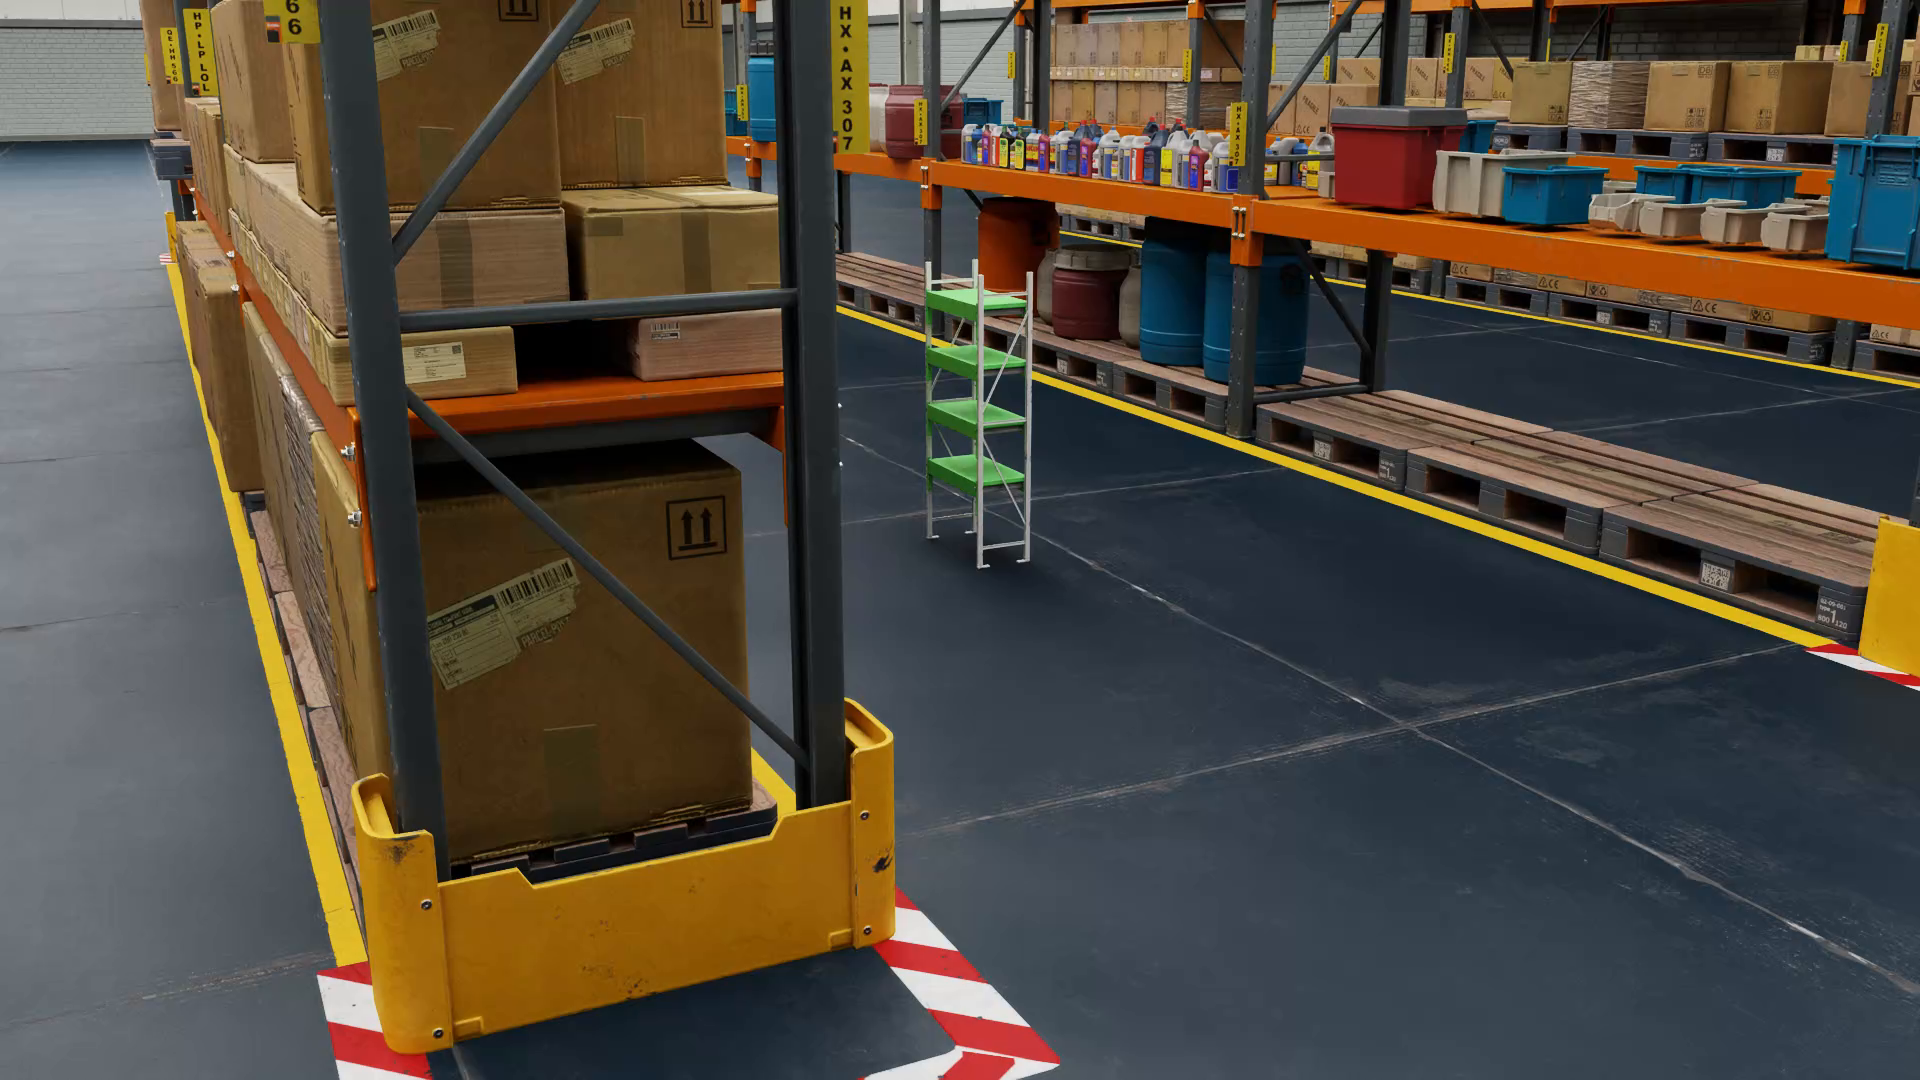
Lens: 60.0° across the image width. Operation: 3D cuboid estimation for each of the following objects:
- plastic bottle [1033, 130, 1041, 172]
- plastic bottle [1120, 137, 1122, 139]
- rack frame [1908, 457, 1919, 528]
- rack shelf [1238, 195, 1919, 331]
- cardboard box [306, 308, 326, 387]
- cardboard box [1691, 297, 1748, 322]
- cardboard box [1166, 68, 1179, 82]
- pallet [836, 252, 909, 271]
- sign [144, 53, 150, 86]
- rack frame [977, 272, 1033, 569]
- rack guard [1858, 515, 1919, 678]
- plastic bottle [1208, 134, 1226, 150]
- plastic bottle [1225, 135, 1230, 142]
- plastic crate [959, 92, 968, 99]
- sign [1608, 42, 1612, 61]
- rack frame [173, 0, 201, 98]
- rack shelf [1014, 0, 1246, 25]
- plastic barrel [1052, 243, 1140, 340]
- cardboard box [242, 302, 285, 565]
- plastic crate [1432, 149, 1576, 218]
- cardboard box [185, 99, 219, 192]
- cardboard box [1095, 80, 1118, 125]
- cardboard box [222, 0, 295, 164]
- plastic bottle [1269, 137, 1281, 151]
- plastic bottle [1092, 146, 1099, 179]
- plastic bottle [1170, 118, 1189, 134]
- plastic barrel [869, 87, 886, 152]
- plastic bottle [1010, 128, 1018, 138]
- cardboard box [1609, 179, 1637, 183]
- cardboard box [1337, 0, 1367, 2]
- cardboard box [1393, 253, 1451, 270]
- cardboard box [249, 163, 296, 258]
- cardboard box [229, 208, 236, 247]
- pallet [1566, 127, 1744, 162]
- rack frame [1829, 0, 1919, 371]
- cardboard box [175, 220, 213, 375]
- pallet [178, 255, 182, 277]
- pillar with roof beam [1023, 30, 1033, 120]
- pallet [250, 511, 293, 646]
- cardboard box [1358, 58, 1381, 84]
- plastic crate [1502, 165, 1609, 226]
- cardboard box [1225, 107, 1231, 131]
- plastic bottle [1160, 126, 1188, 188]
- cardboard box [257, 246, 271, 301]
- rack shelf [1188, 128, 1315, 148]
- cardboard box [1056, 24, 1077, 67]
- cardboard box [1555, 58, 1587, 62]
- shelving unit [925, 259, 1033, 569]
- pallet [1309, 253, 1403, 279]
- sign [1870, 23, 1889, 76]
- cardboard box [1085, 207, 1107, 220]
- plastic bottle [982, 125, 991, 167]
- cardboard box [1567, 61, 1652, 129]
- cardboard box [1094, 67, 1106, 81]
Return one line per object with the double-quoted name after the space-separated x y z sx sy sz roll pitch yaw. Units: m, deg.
0.534 -2.587 11.062 0.097 0.271 0.097 0 16 0 "plastic bottle"
1.113 -2.704 11.594 0.097 0.201 0.097 0 16 0 "plastic bottle"
3.709 -1.073 5.552 1.000 3.000 0.127 -8 18 -25 "rack frame"
2.833 -1.223 7.379 1.077 0.370 4.000 -8 18 -25 "rack shelf"
-1.311 -0.467 3.894 0.380 0.149 0.250 -7 18 -24 "cardboard box"
5.728 -1.884 12.111 0.500 0.500 0.500 -8 18 -25 "cardboard box"
2.488 -5.109 18.259 0.380 0.149 0.250 -8 18 -26 "cardboard box"
-1.169 -2.518 15.643 1.003 0.211 1.213 -8 18 -25 "pallet"
-8.241 -4.792 16.943 0.100 0.325 0.005 -8 18 -25 "sign"
0.179 -0.475 6.731 0.240 1.200 0.015 -8 18 -25 "rack frame"
3.731 0.133 5.881 1.175 0.500 0.348 -8 18 -25 "rack guard"
1.554 -2.377 10.322 0.152 0.276 0.135 -8 18 -25 "plastic bottle"
1.690 -2.396 10.386 0.152 0.276 0.135 -8 18 -25 "plastic bottle"
-0.229 -3.525 13.981 0.402 0.464 0.583 -8 18 -25 "plastic crate"
7.855 -5.870 20.169 0.100 0.325 0.005 -8 18 -25 "sign"
-4.248 -2.458 10.379 1.000 3.000 0.127 -8 18 -25 "rack frame"
2.030 -6.238 19.417 1.077 0.370 4.000 -8 18 -25 "rack shelf"
0.928 -1.700 11.348 0.600 0.588 0.708 -8 18 -25 "plastic barrel"
-2.279 -0.474 6.554 0.875 0.875 0.875 -8 18 -25 "cardboard box"
2.460 -1.636 7.619 0.437 0.282 0.530 -8 18 -25 "plastic crate"
-4.052 -2.225 9.386 0.500 0.500 0.500 -8 18 -26 "cardboard box"
2.027 -5.185 19.700 0.700 0.500 0.500 -7 17 -23 "cardboard box"
-2.075 -1.497 5.401 0.500 0.500 0.500 -8 18 -27 "cardboard box"
1.910 -2.287 10.014 0.097 0.271 0.097 0 16 0 "plastic bottle"
0.876 -2.360 10.397 0.097 0.201 0.097 0 16 0 "plastic bottle"
1.437 -2.577 10.884 0.144 0.351 0.185 -8 18 -25 "plastic bottle"
-0.623 -3.444 13.612 0.421 0.512 0.421 0 16 0 "plastic barrel"
0.387 -2.709 11.486 0.097 0.271 0.097 0 16 0 "plastic bottle"
7.966 -3.953 19.322 0.700 0.500 0.500 -8 18 -26 "cardboard box"
5.527 -7.624 22.724 0.500 0.500 0.500 -7 17 -23 "cardboard box"
4.209 -2.636 15.220 0.500 0.250 0.500 -7 18 -24 "cardboard box"
-1.871 -1.014 5.079 0.500 0.250 0.500 -8 18 -25 "cardboard box"
-2.665 -1.232 6.561 0.380 0.149 0.250 -8 18 -25 "cardboard box"
5.514 -3.080 12.895 1.003 0.211 1.213 -8 18 -25 "pallet"
6.411 -2.663 11.091 1.000 3.000 0.127 -8 18 -25 "rack frame"
-3.965 -1.465 10.009 1.225 0.875 0.875 -9 18 -27 "cardboard box"
-6.865 -2.575 15.841 1.003 0.211 1.213 -8 18 -25 "pallet"
-2.438 -11.507 31.036 9.100 9.000 0.400 -8 18 -25 "pillar with roof beam"
-2.233 0.072 6.617 1.003 0.211 1.213 -8 18 -25 "pallet"
5.752 -6.257 22.493 0.500 0.500 0.500 -8 18 -25 "cardboard box"
2.579 -1.500 7.233 0.416 0.233 0.300 -8 18 -25 "plastic crate"
3.161 -4.457 17.617 0.500 0.250 0.500 -6 17 -21 "cardboard box"
1.260 -2.230 9.671 0.144 0.351 0.185 -8 18 -25 "plastic bottle"
-1.981 -0.846 5.215 0.380 0.149 0.250 -8 18 -26 "cardboard box"
3.782 -3.804 16.374 1.077 0.370 4.000 -8 18 -25 "rack shelf"
1.605 -6.049 20.360 0.700 0.500 0.500 -8 18 -26 "cardboard box"
7.339 -5.685 20.501 0.500 0.500 0.500 -8 18 -26 "cardboard box"
0.073 -0.536 6.942 0.258 1.200 0.503 -8 18 -25 "shelving unit"
3.802 -2.825 16.712 1.003 0.211 1.213 -8 18 -25 "pallet"
5.913 -3.151 10.694 0.100 0.325 0.005 -8 18 -25 "sign"
1.844 -3.986 19.927 0.500 0.250 0.500 -8 18 -25 "cardboard box"
0.206 -2.767 11.667 0.061 0.283 0.133 -8 18 -25 "plastic bottle"
5.265 -3.512 13.108 0.700 0.500 0.500 -4 17 -14 "cardboard box"
1.805 -5.493 19.598 0.380 0.149 0.250 -7 18 -24 "cardboard box"
